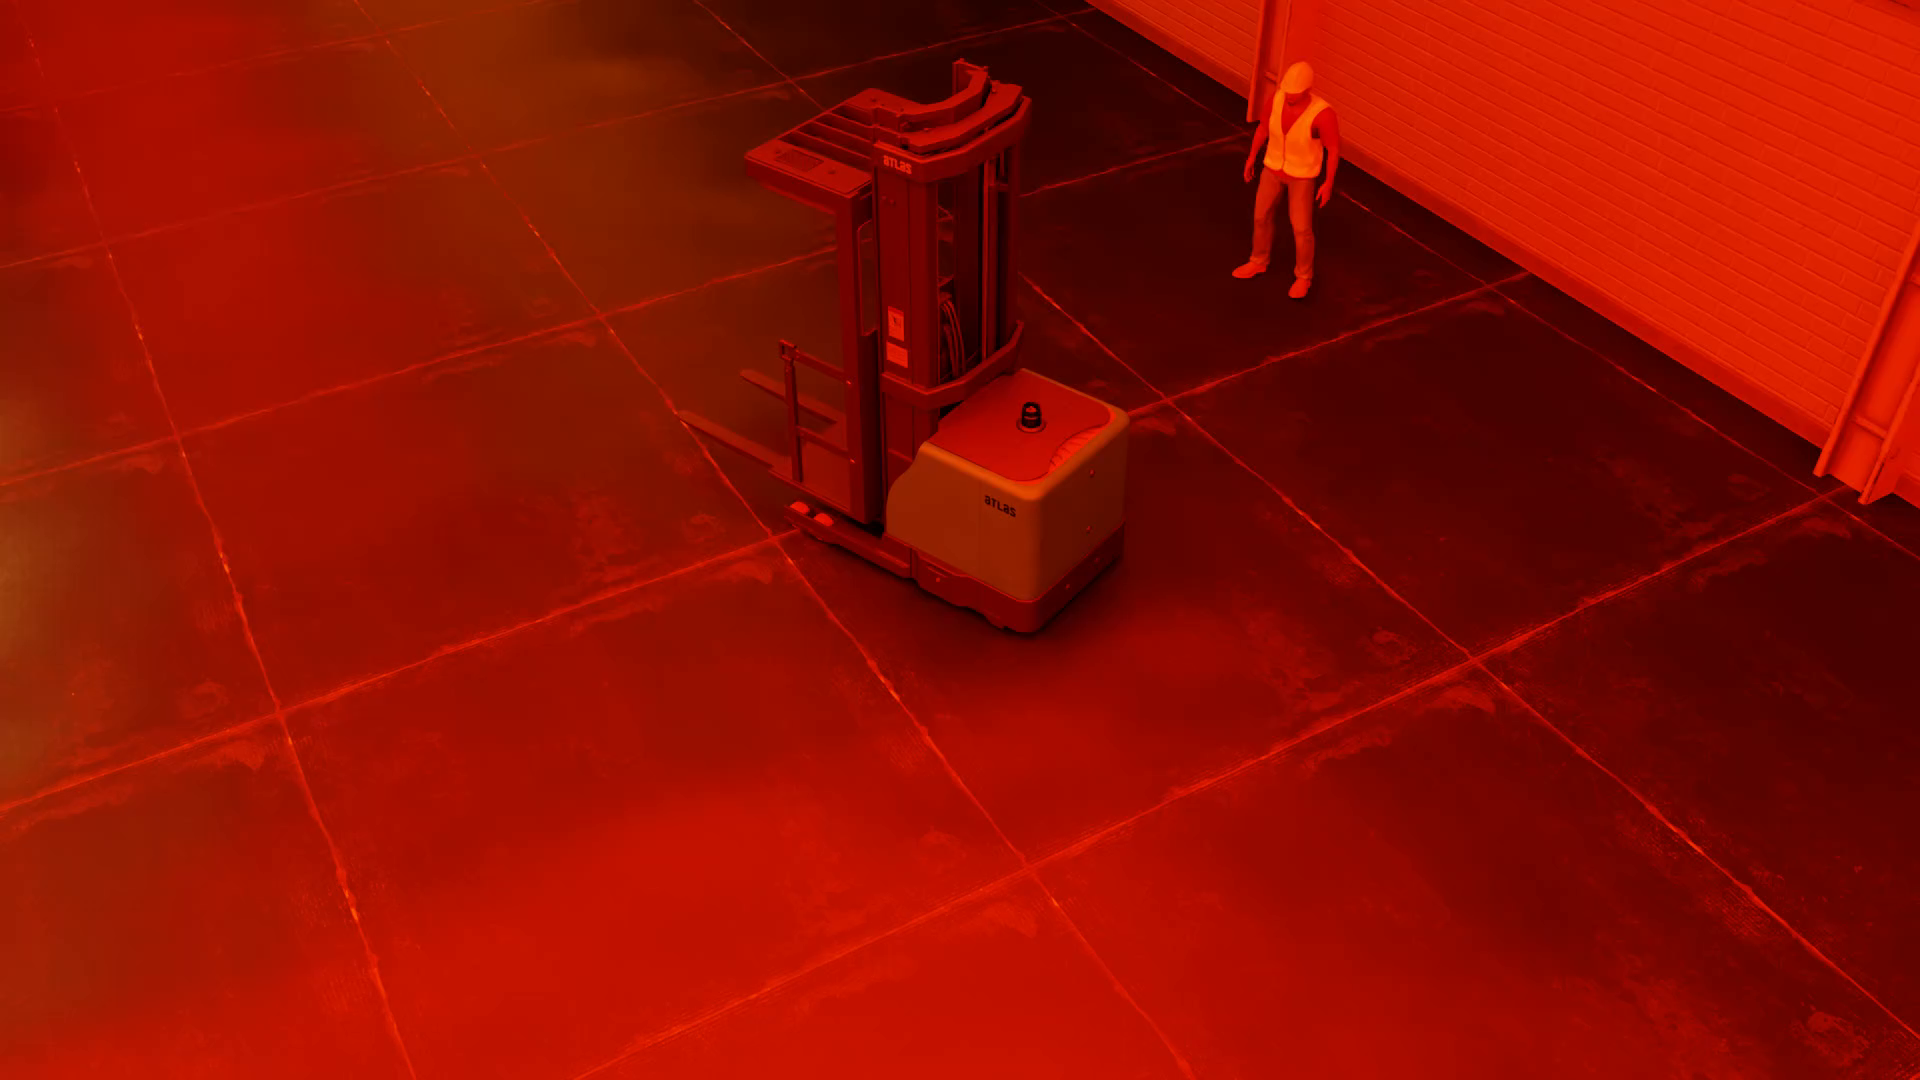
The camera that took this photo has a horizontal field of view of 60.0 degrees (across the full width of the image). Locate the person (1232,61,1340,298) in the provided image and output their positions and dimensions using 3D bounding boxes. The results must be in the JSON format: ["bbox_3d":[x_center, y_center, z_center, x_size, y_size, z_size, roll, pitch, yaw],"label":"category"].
[{"bbox_3d":[2.398,-2.685,12.192,0.692,1.762,0.451,27,47,29],"label":"person"}]

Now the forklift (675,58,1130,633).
[{"bbox_3d":[-0.481,-1.366,9.683,3.031,2.935,1.130,26,46,28],"label":"forklift"}]
